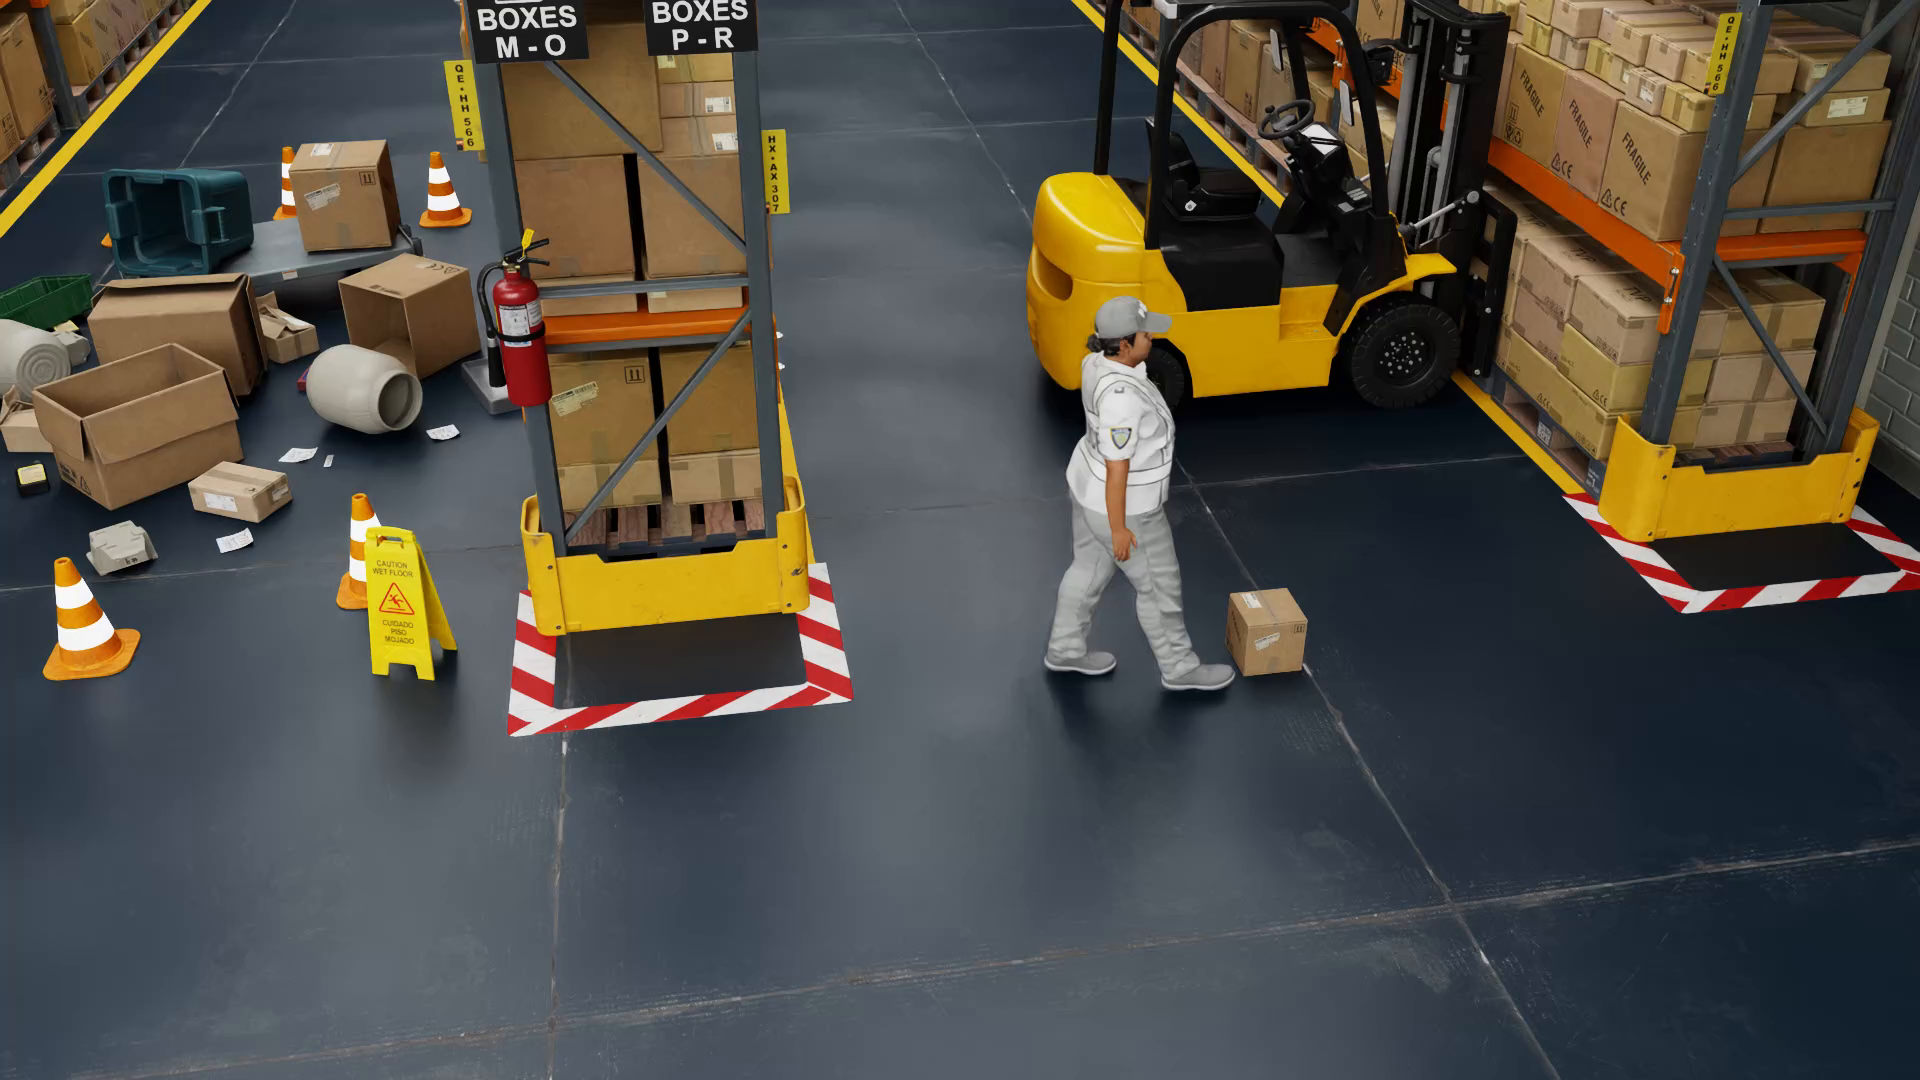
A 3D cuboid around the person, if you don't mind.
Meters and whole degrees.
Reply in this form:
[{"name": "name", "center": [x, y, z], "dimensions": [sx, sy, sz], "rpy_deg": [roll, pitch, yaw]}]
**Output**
[{"name": "person", "center": [0.721, -0.173, 6.401], "dimensions": [0.728, 1.656, 0.490], "rpy_deg": [-5, 31, -9]}]
